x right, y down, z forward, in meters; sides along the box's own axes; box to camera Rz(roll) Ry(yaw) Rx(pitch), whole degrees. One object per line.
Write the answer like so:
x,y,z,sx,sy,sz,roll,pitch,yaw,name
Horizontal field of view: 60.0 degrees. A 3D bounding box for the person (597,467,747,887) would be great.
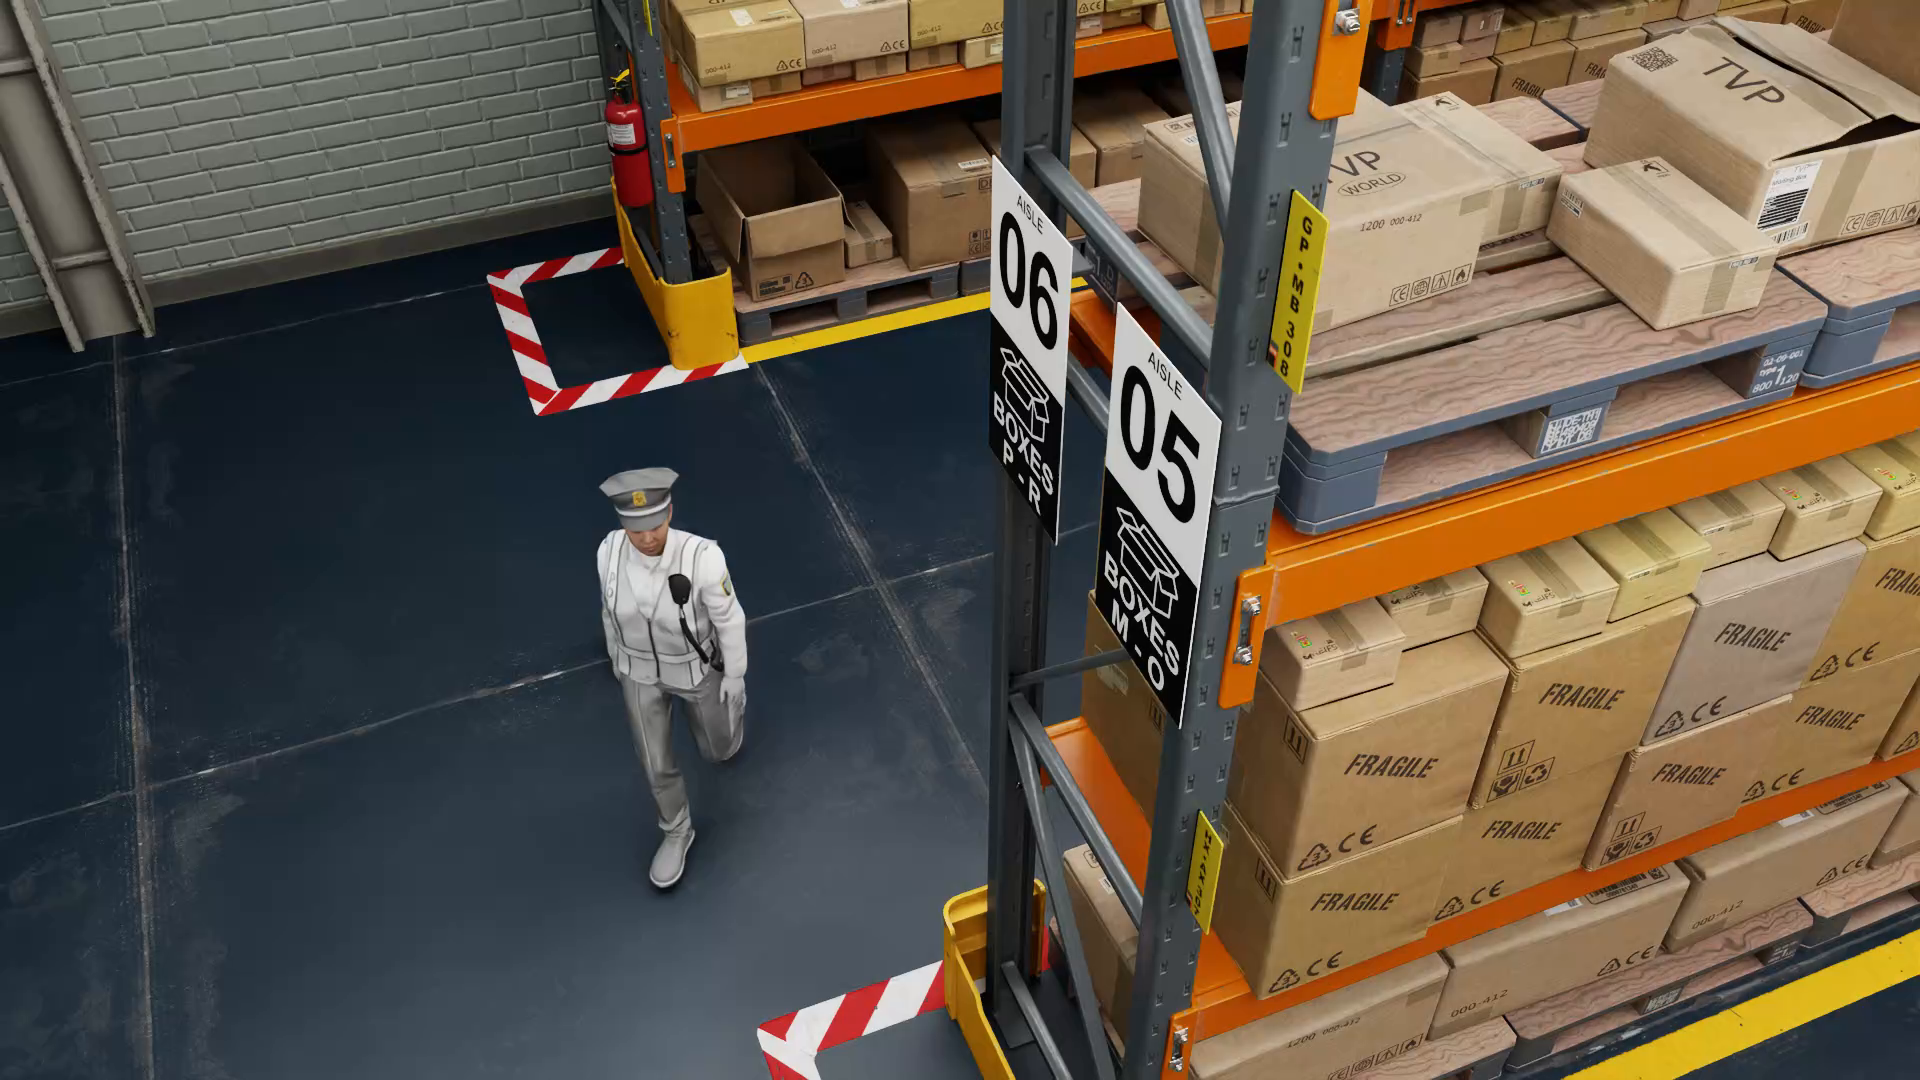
-0.963,0.389,5.689,0.509,1.658,0.773,5,42,5,person
